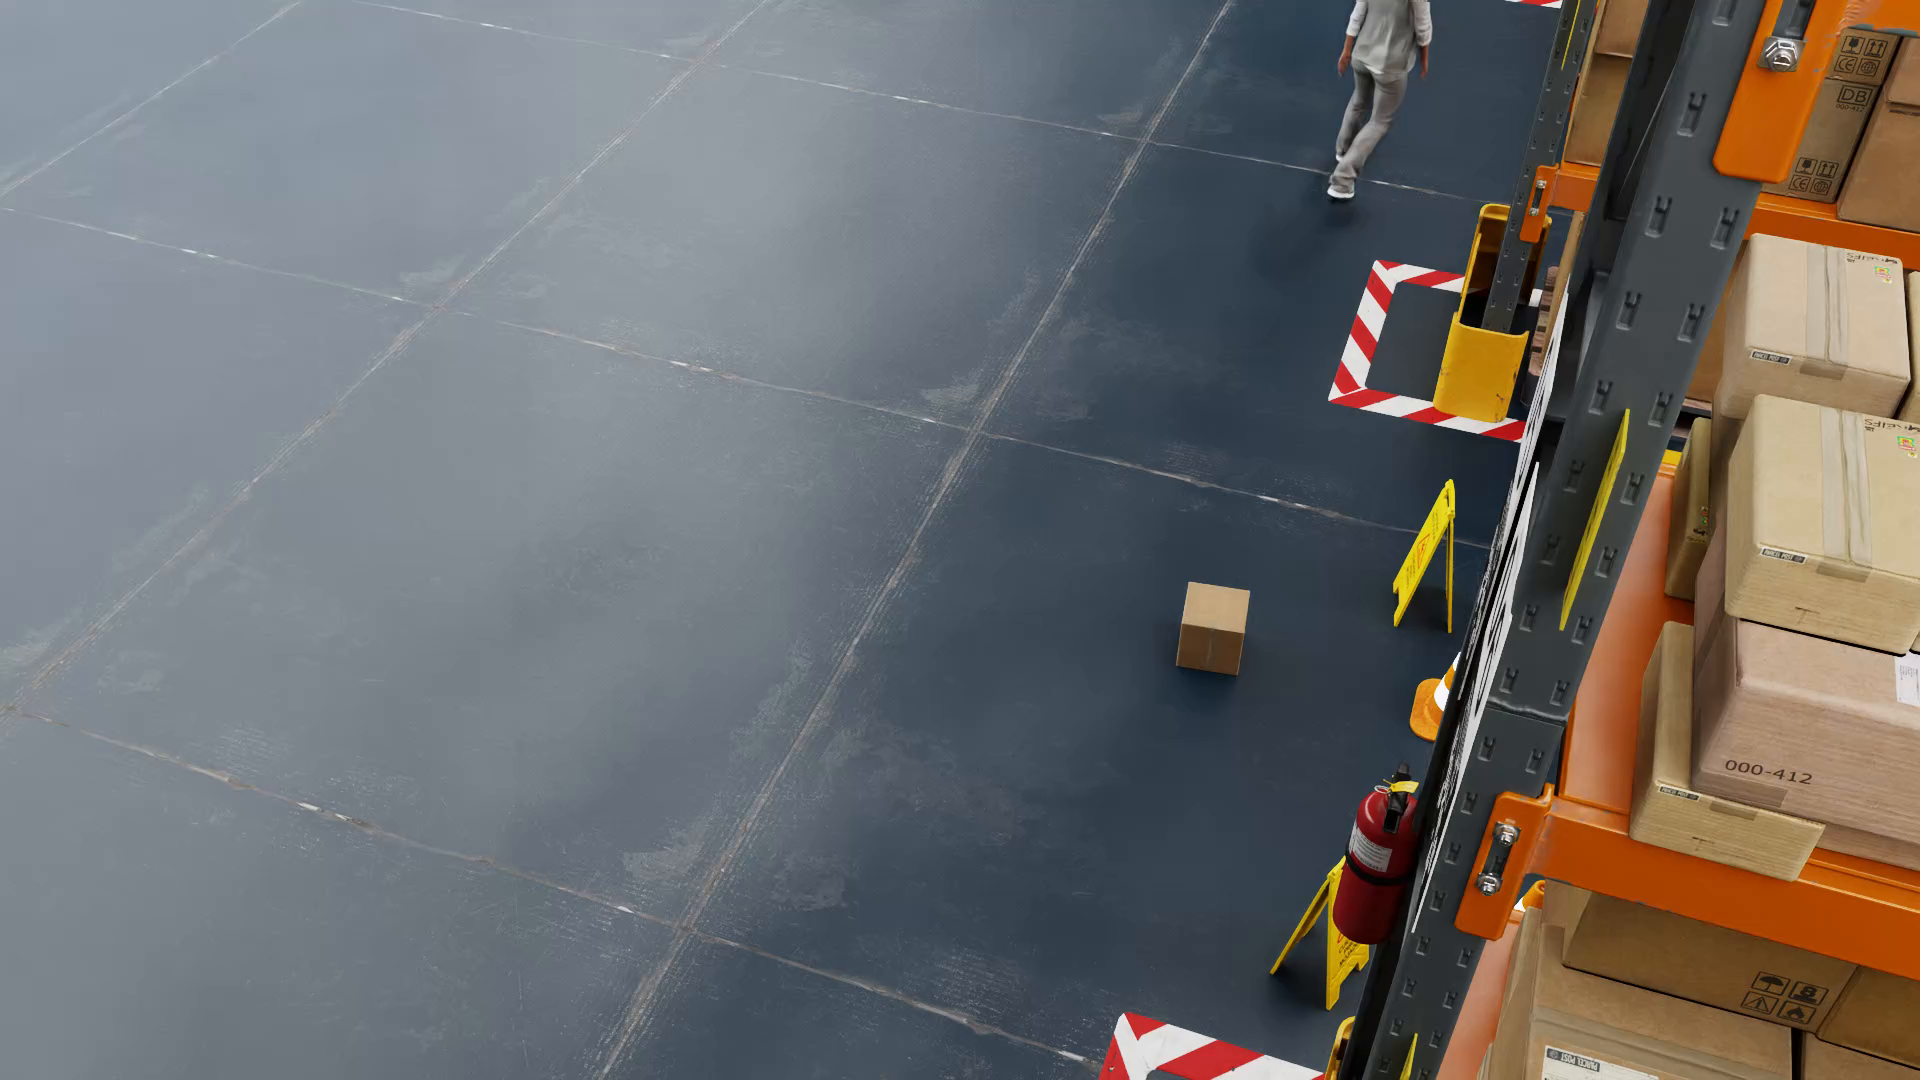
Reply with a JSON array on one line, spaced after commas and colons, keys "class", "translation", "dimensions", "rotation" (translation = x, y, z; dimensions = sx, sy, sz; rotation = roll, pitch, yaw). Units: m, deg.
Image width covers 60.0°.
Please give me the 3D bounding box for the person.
[{"class": "person", "translation": [2.287, -2.629, 9.079], "dimensions": [0.512, 1.534, 0.800], "rotation": [33, 51, 31]}]
